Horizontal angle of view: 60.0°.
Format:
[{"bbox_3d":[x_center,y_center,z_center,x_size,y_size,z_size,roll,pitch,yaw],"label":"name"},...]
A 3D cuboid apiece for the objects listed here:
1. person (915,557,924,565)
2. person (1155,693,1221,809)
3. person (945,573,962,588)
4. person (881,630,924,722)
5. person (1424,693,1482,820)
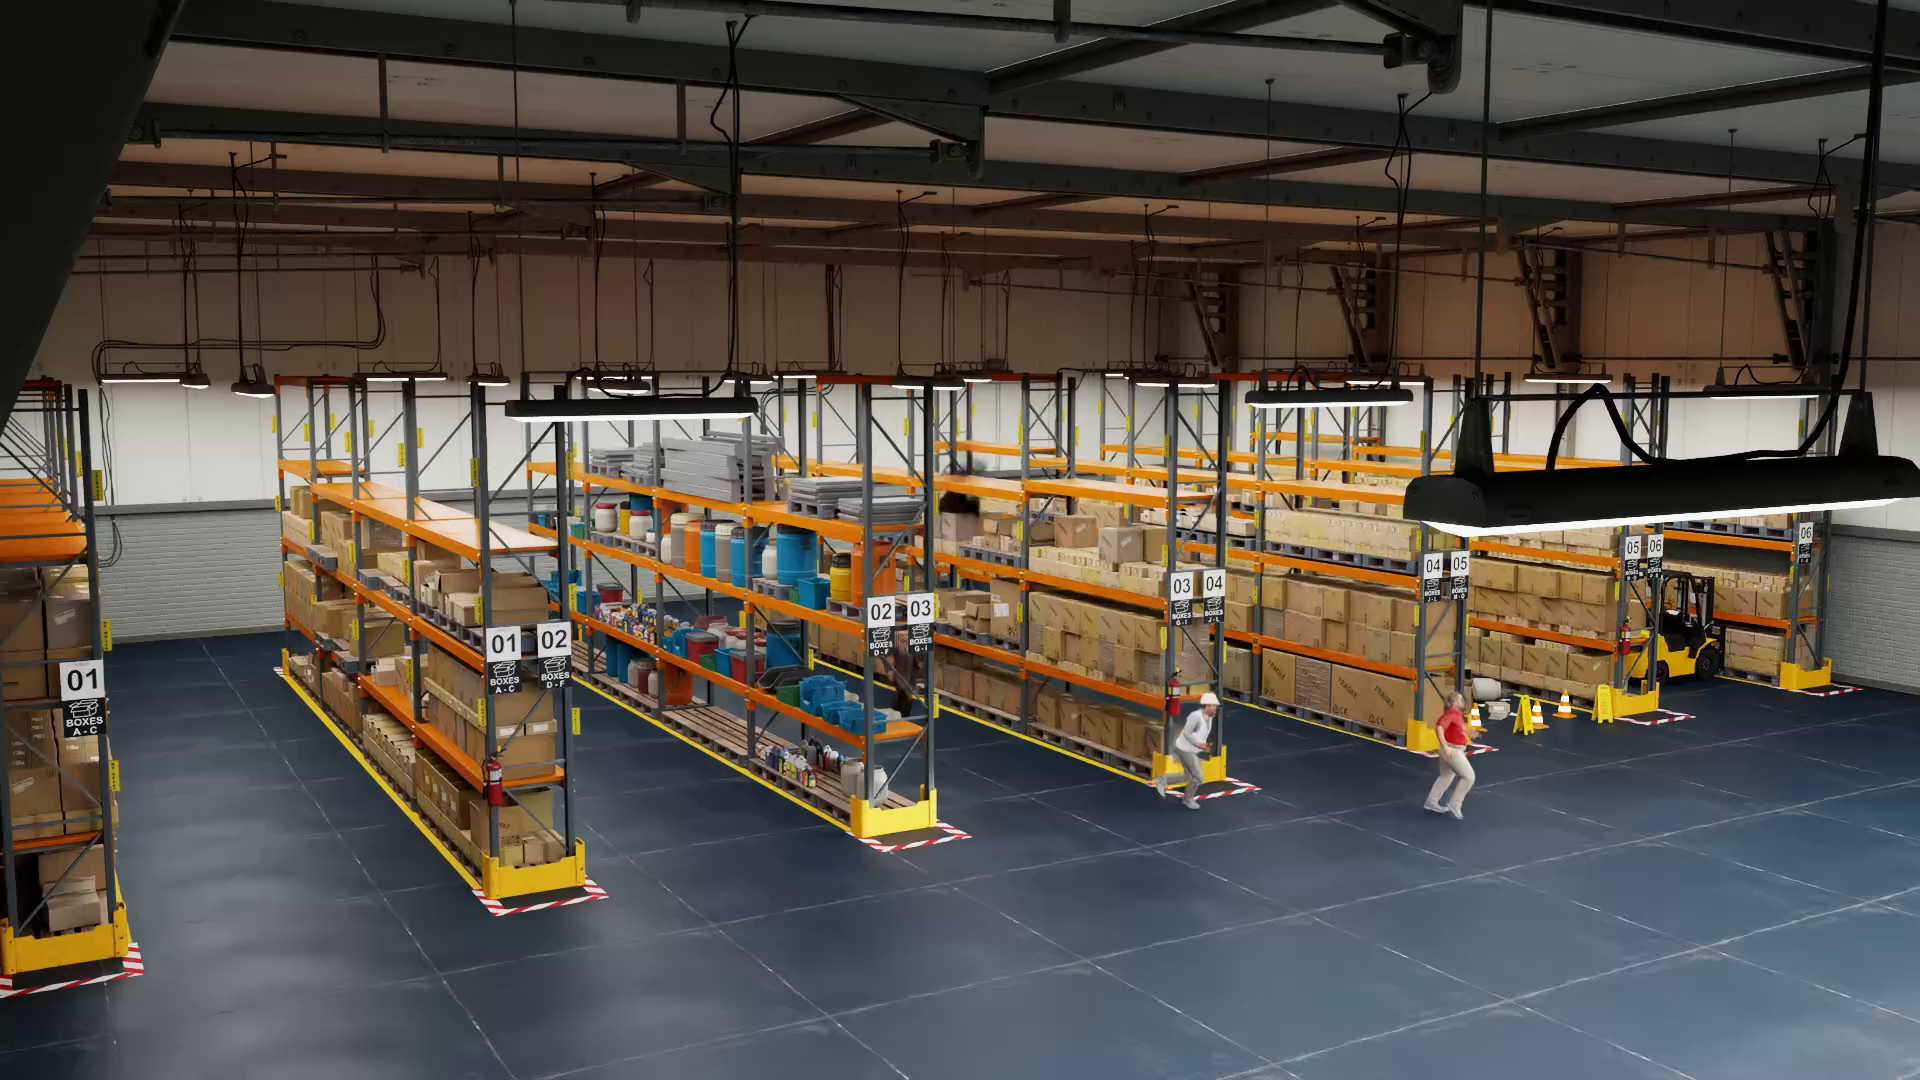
[{"bbox_3d":[-0.925,0.987,41.719,0.649,1.636,0.601,-5,8,-39],"label":"person"},{"bbox_3d":[3.220,2.956,23.500,0.950,1.667,0.667,3,7,28],"label":"person"},{"bbox_3d":[-0.098,0.892,42.166,0.666,1.672,0.642,-5,8,-40],"label":"person"},{"bbox_3d":[-0.960,2.384,28.216,0.909,1.815,0.613,6,8,41],"label":"person"},{"bbox_3d":[6.843,2.987,23.005,0.733,1.780,0.648,1,6,7],"label":"person"}]
